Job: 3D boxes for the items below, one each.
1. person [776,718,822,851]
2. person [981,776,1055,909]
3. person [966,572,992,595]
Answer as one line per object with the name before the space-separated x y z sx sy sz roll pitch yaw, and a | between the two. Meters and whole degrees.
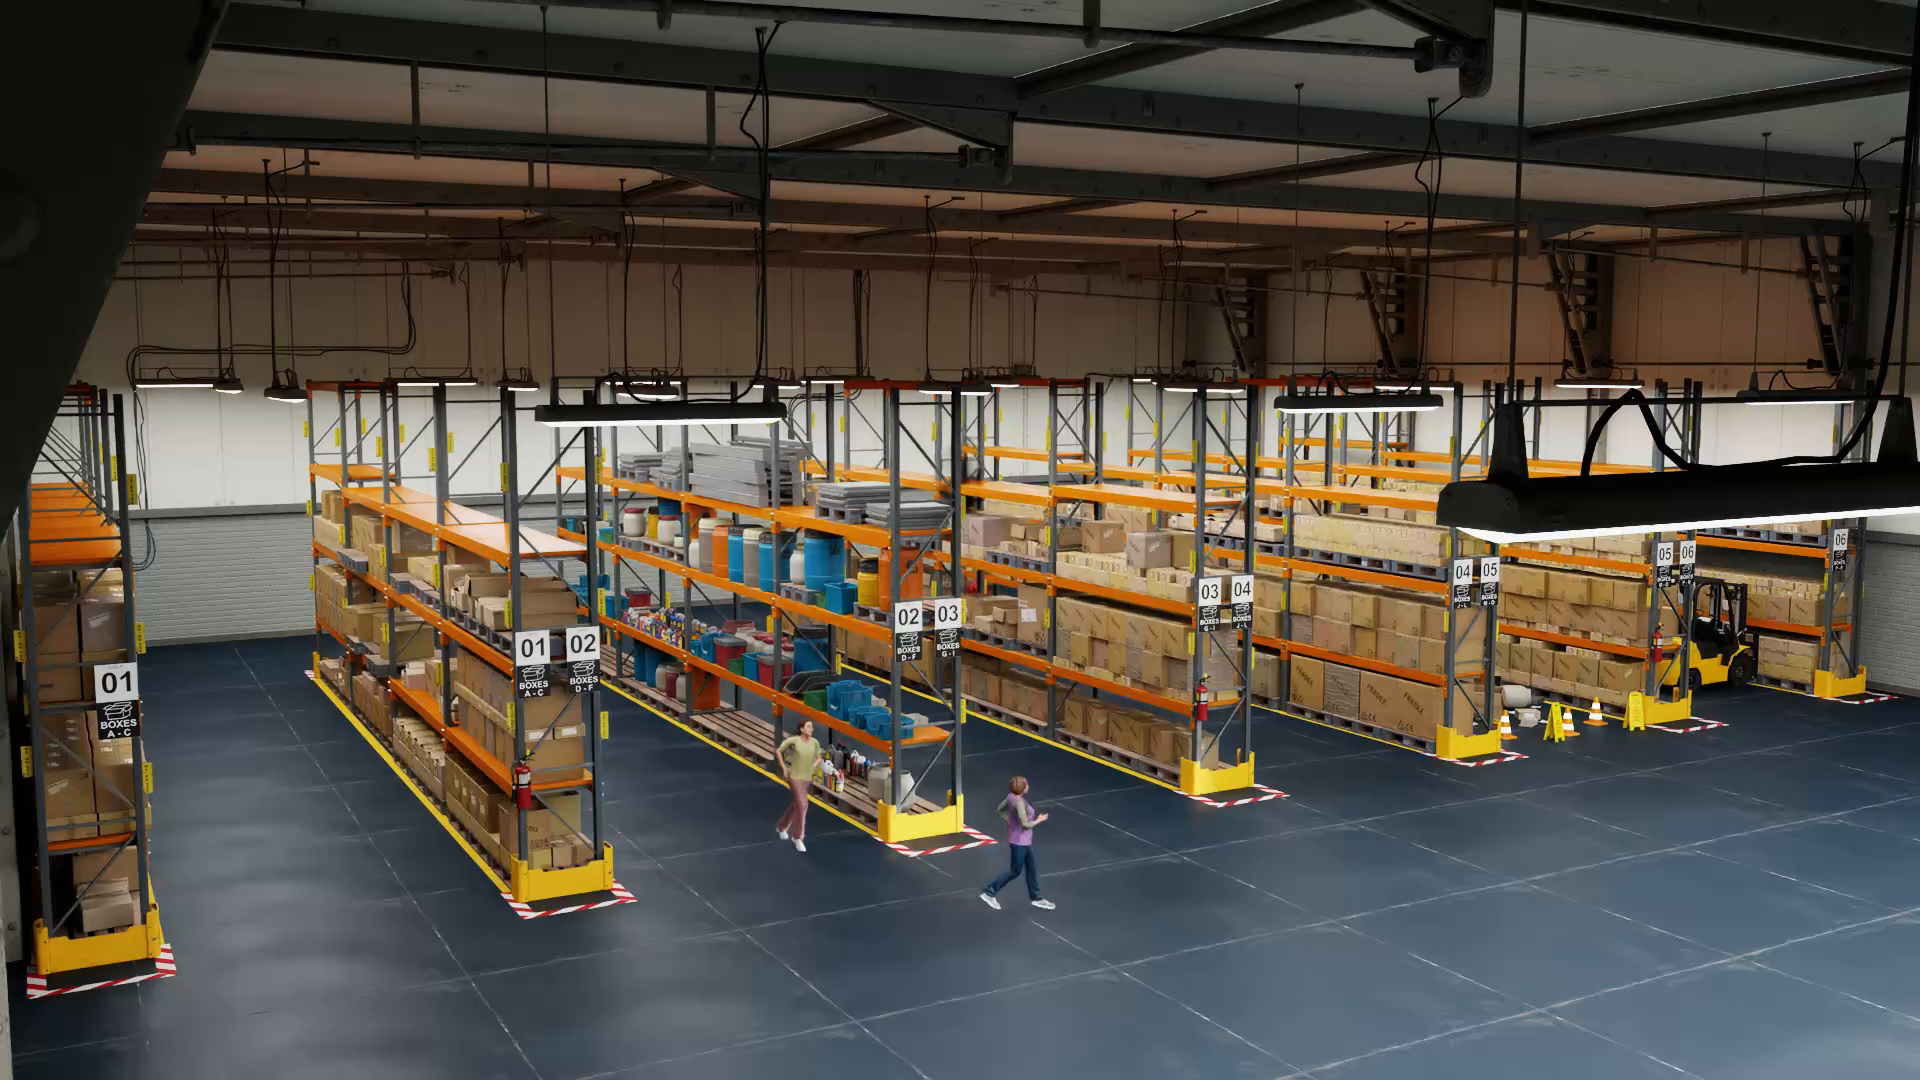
person | -2.099 3.185 21.983 0.552 1.707 0.716 -6 8 -43
person | 0.680 3.485 19.110 0.865 1.592 0.535 -1 6 -6
person | 0.466 1.515 37.555 0.677 1.683 0.721 -3 7 -29
